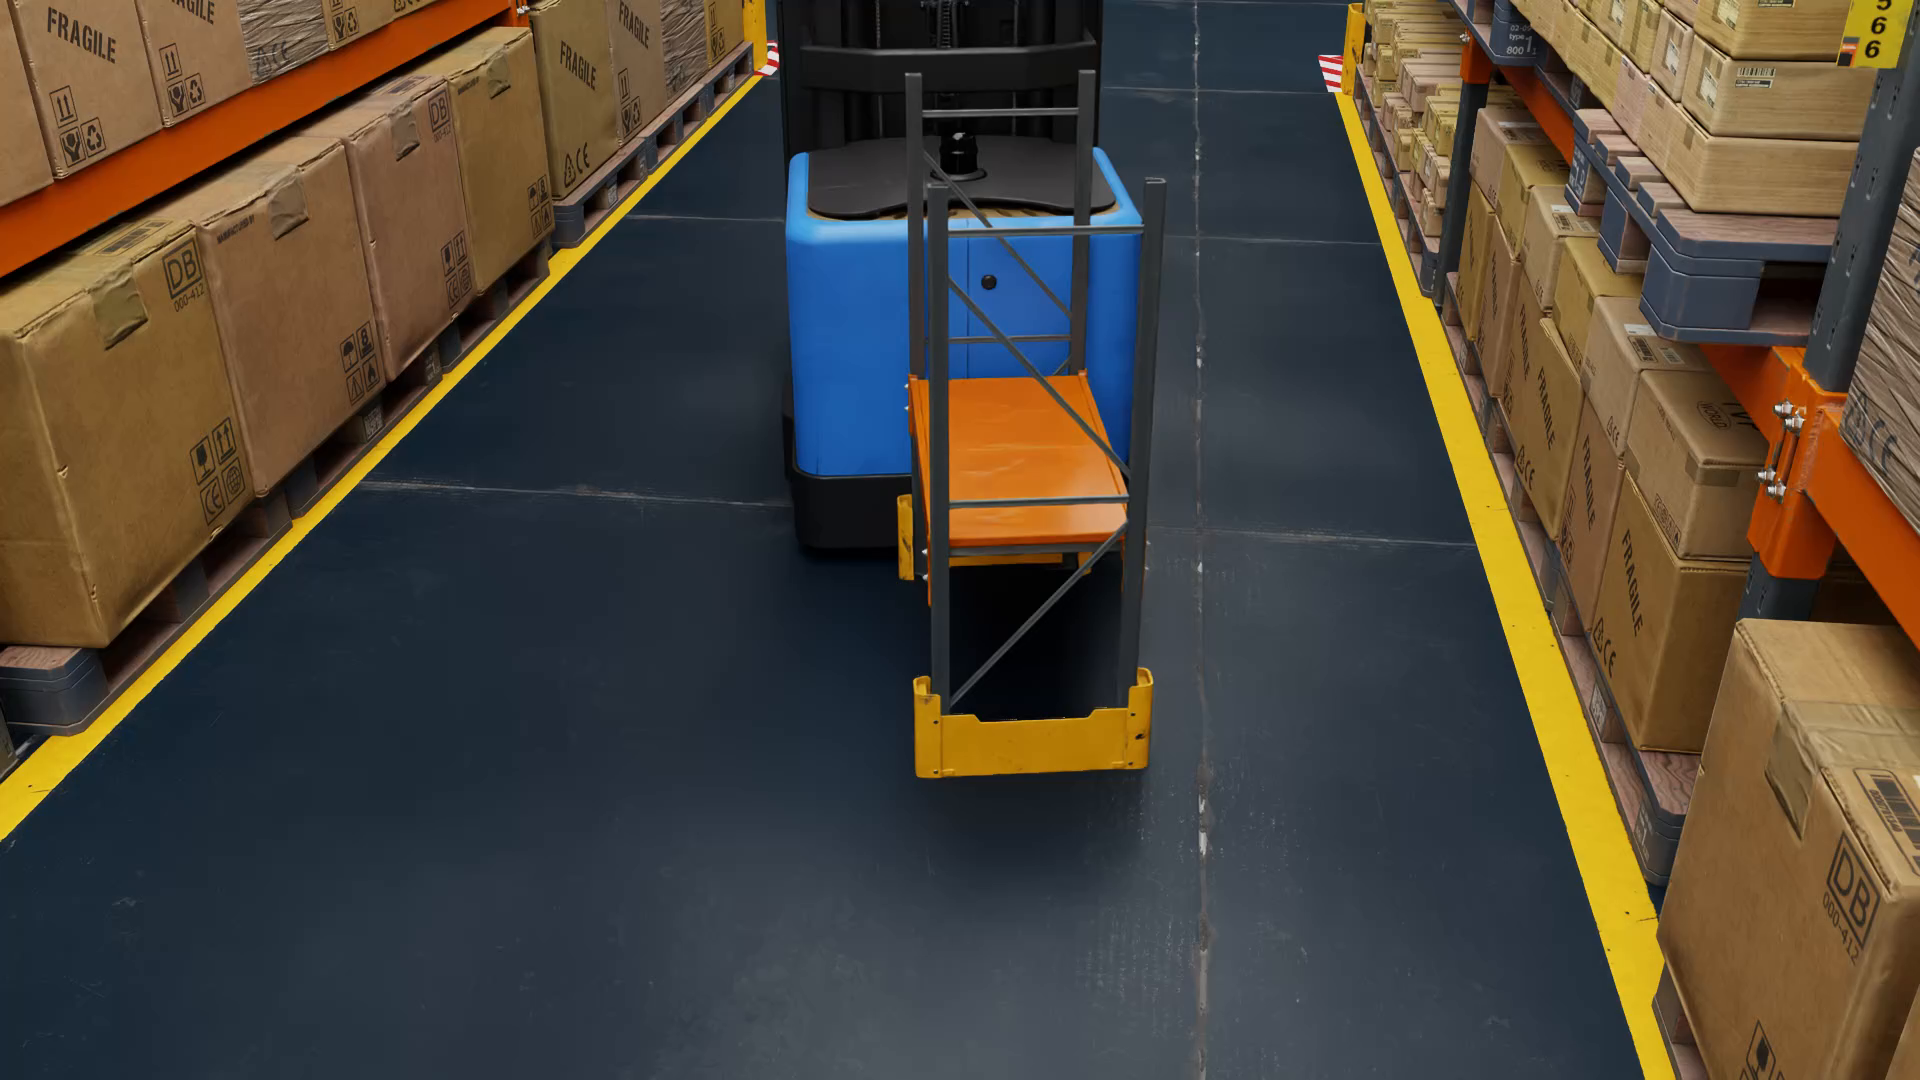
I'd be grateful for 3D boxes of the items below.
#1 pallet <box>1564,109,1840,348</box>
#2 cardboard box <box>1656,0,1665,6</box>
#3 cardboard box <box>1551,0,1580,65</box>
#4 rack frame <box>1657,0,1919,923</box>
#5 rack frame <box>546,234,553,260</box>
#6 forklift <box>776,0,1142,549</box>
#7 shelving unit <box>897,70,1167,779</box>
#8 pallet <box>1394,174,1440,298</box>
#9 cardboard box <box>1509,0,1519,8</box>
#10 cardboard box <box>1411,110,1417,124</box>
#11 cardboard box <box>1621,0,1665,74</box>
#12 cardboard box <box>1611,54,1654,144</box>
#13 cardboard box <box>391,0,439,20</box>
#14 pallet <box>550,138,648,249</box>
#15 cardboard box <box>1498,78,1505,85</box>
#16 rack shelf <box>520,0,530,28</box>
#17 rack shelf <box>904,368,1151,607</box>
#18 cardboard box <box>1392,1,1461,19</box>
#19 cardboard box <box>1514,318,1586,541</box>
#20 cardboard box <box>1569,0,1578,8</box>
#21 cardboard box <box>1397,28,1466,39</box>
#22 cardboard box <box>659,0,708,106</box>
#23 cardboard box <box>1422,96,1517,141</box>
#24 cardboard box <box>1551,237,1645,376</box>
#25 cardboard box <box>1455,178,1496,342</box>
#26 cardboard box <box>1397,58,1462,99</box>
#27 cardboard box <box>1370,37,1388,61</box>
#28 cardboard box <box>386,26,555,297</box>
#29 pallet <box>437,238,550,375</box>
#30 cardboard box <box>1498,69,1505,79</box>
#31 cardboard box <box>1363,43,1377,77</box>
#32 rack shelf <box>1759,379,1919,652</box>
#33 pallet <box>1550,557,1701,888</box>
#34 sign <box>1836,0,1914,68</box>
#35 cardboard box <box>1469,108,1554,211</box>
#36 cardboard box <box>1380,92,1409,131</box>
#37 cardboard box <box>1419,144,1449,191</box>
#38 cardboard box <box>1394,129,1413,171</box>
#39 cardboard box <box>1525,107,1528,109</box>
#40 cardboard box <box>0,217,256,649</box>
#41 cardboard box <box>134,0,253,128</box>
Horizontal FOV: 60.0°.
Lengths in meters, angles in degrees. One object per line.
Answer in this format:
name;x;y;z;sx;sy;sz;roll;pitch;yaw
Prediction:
pallet;2.016;-0.676;3.545;1.213;0.211;1.003;3;28;6
cardboard box;1.704;-1.254;3.610;0.380;0.149;0.250;4;29;8
cardboard box;1.801;-1.356;4.426;0.380;0.149;0.250;4;29;8
rack frame;2.034;-0.419;2.865;1.000;3.000;0.127;3;28;6
rack frame;-2.386;-2.638;6.983;1.000;3.000;0.127;3;28;6
forklift;-0.086;-1.930;5.742;1.130;2.935;3.031;-2;28;-4
shelving unit;0.144;-0.330;4.281;0.587;1.500;1.083;-2;28;-4
pallet;2.571;-1.392;7.612;1.003;0.211;1.213;3;28;6
cardboard box;1.894;-1.731;5.123;0.380;0.149;0.250;2;28;4
cardboard box;2.476;-2.143;8.315;0.380;0.149;0.250;2;28;4
cardboard box;1.703;-1.133;3.699;0.380;0.149;0.250;4;29;7
cardboard box;1.701;-0.990;3.747;0.380;0.149;0.250;4;29;7
cardboard box;-2.240;-2.213;6.090;0.500;0.500;0.500;4;29;8
pallet;-2.215;-1.763;8.301;1.003;0.211;1.213;3;28;6
cardboard box;3.120;-2.491;8.961;0.380;0.149;0.250;4;29;7
rack shelf;-2.141;-3.262;8.902;1.077;0.370;4.000;3;28;6
rack shelf;0.144;-0.167;4.358;0.538;0.185;1.000;-2;28;-4
cardboard box;2.698;-3.013;9.616;0.380;0.149;0.250;4;29;7
cardboard box;1.971;-0.322;4.879;0.500;0.500;0.500;2;28;4
cardboard box;1.799;-1.491;4.363;0.380;0.149;0.250;4;29;7
cardboard box;2.549;-2.650;8.942;0.380;0.149;0.250;4;29;8
cardboard box;-2.007;-3.036;9.520;0.875;0.875;0.875;3;28;6
cardboard box;2.325;-1.916;7.580;0.380;0.149;0.250;3;28;6
cardboard box;1.987;-0.647;4.691;0.500;0.250;0.500;4;29;7
cardboard box;2.170;-1.054;6.236;0.500;0.500;0.500;4;29;8
cardboard box;2.396;-2.294;8.282;0.380;0.149;0.250;2;28;4
cardboard box;2.606;-2.888;9.698;0.380;0.149;0.250;3;28;6
cardboard box;-2.445;-1.585;6.826;1.225;0.875;0.875;3;29;6
pallet;-2.406;-1.043;6.963;1.003;0.211;1.213;3;28;6
cardboard box;2.993;-2.503;8.669;0.380;0.149;0.250;2;28;4
cardboard box;2.632;-2.887;10.008;0.380;0.149;0.250;4;29;7
rack shelf;1.789;0.839;1.288;1.077;0.370;4.000;3;28;6
pallet;2.131;0.441;4.209;1.003;0.211;1.213;3;28;6
sign;1.494;-0.921;2.660;0.100;0.325;0.005;3;28;6
cardboard box;2.171;-1.384;6.058;0.500;0.250;0.500;2;28;4
cardboard box;2.464;-2.290;8.900;0.380;0.149;0.250;2;28;4
cardboard box;2.268;-1.658;7.413;0.380;0.149;0.250;2;28;4
cardboard box;2.361;-1.923;8.220;0.380;0.149;0.250;3;28;6
cardboard box;2.856;-2.016;7.765;0.380;0.149;0.250;3;28;5
cardboard box;-2.771;-0.328;4.494;1.225;0.875;0.875;2;28;4
cardboard box;-2.426;-1.496;4.759;0.500;0.500;0.500;3;28;5
